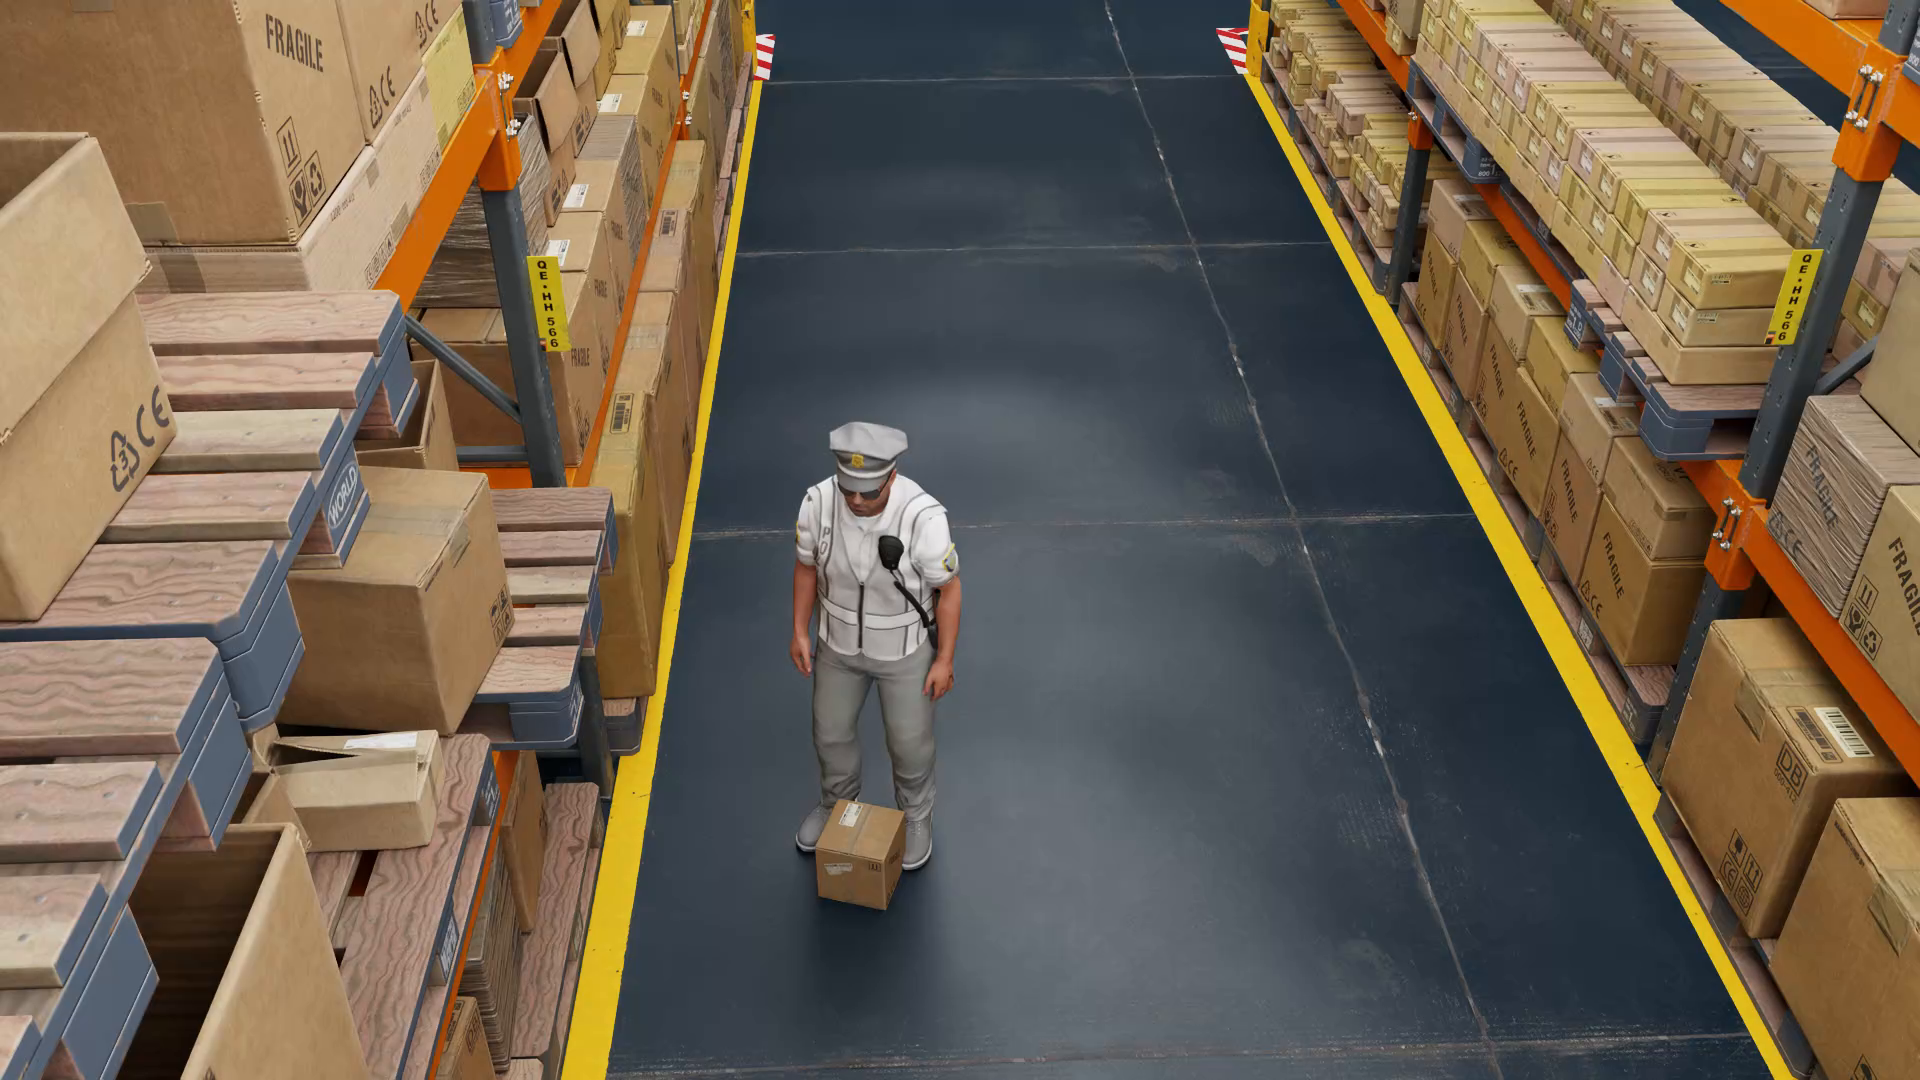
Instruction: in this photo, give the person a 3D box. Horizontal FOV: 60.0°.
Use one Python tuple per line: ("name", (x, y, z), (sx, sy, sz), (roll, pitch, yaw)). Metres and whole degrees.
("person", (-0.283, 0.341, 5.651), (0.585, 1.749, 0.435), (9, 36, 13))
